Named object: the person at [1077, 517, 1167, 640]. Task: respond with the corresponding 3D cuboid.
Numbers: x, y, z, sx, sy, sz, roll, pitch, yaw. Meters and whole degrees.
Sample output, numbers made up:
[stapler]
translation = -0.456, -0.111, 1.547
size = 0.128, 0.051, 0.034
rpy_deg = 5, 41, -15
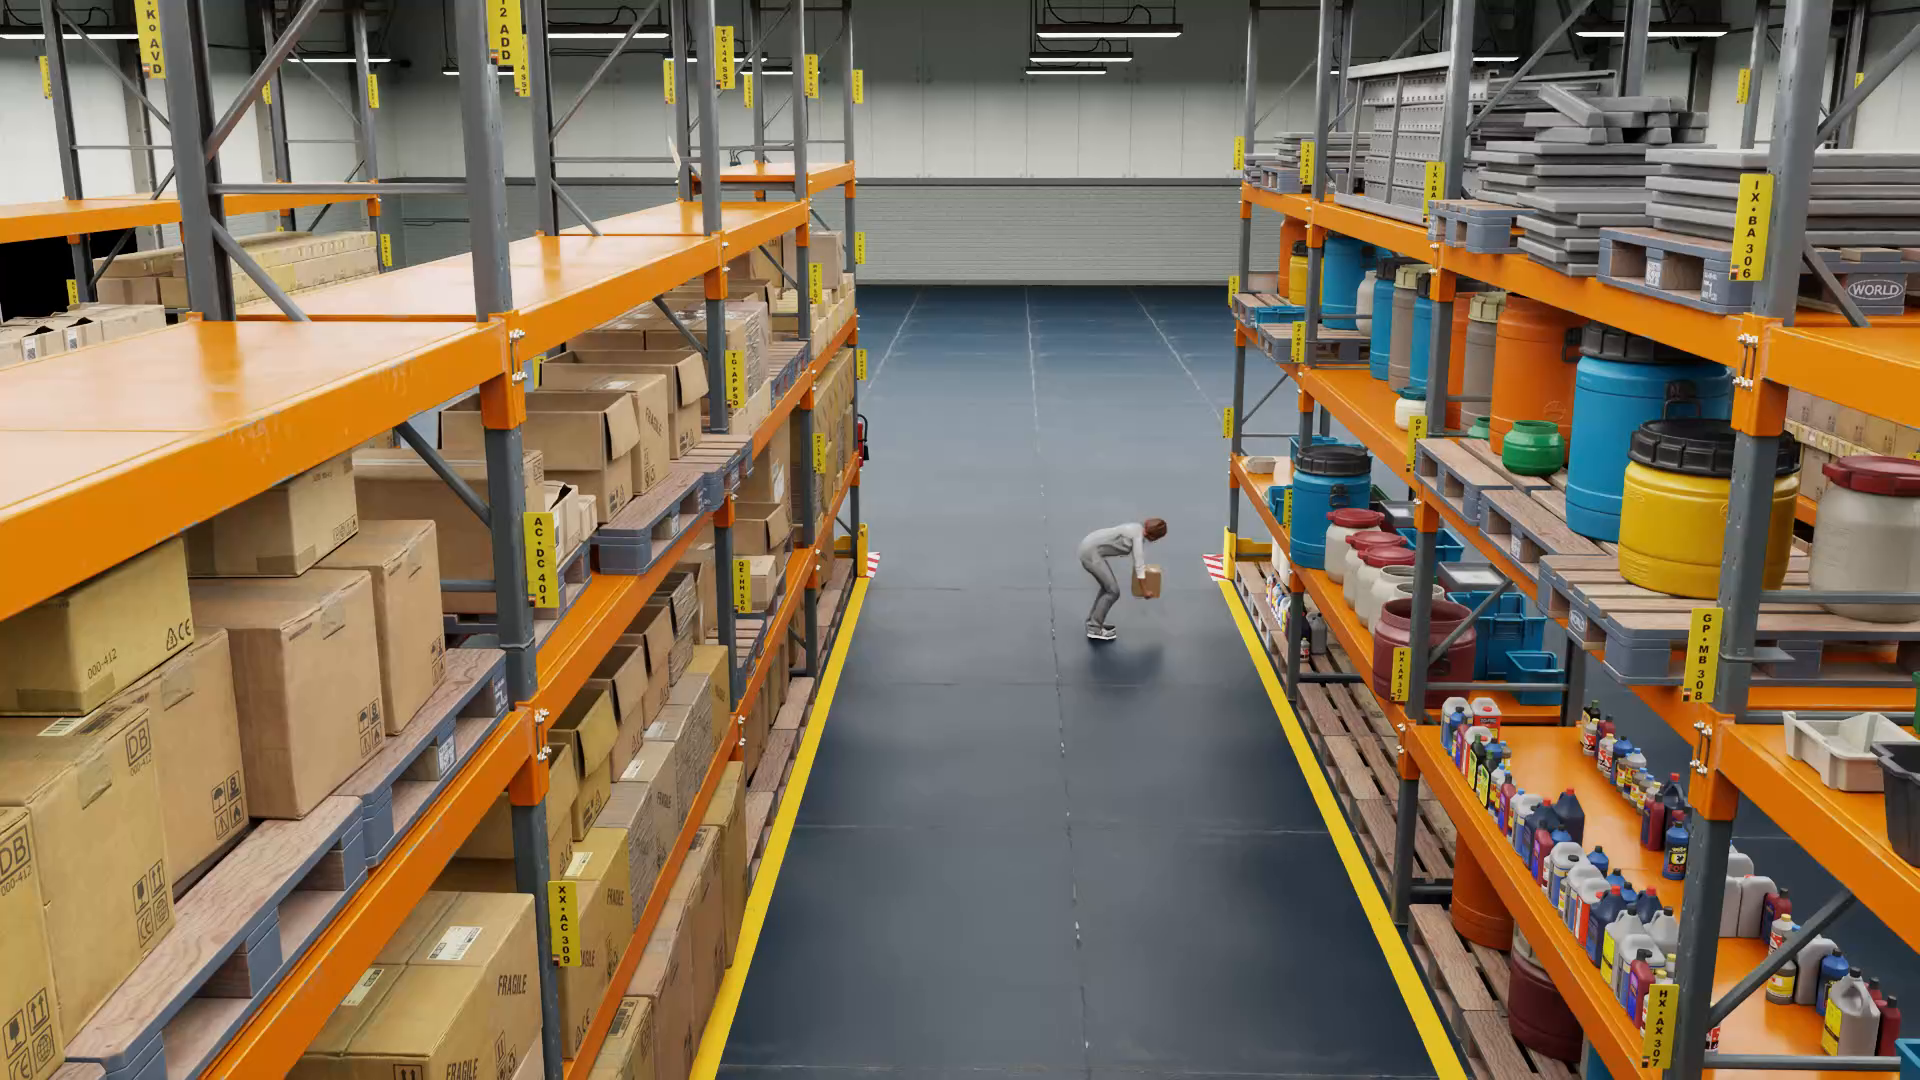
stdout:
[person]
translation = 1.512, 0.348, 15.585
size = 0.837, 1.138, 0.398
rpy_deg = 0, 14, -1
